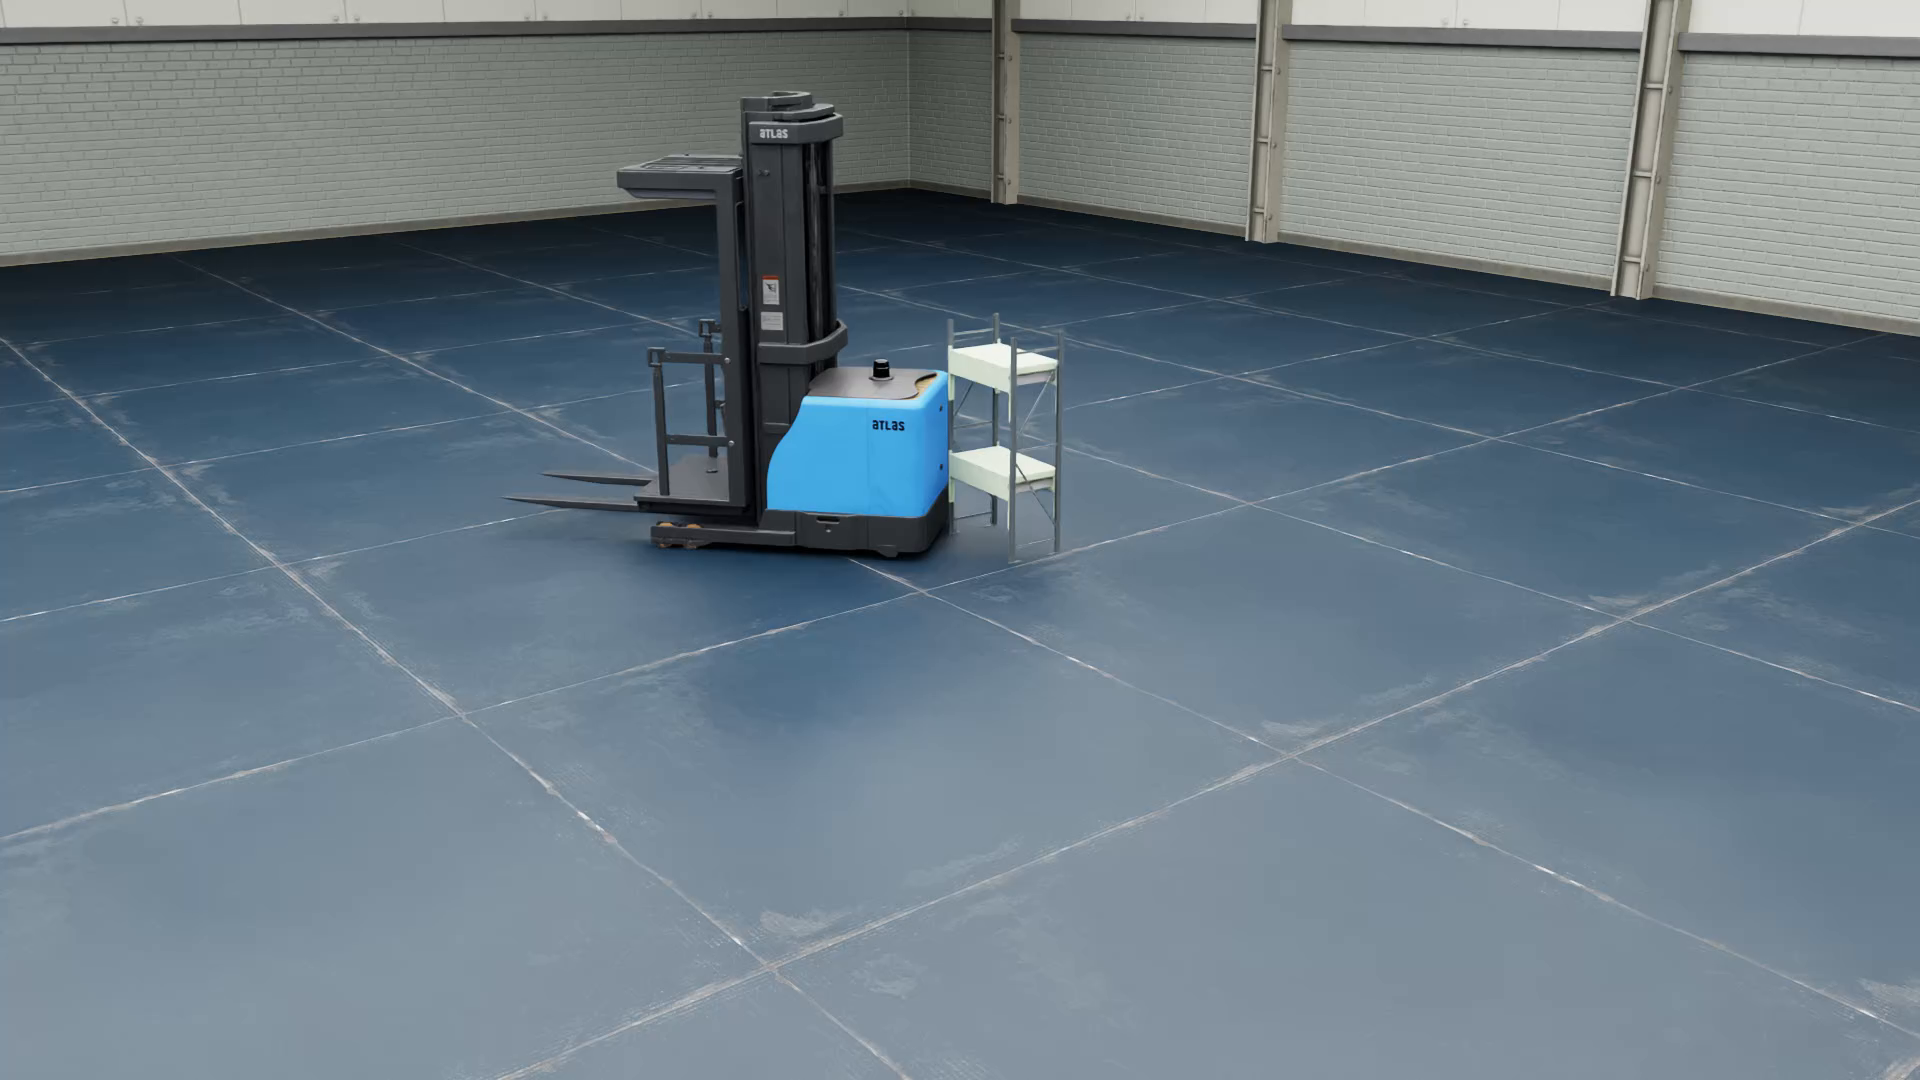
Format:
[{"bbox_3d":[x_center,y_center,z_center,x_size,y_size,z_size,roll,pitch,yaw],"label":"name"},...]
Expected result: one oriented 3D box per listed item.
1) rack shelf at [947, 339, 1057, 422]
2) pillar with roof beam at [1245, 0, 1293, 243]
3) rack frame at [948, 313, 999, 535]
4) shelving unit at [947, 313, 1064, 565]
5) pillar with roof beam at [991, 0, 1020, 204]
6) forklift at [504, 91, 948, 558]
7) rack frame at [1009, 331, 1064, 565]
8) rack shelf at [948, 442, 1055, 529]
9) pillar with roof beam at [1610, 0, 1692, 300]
[{"bbox_3d":[0.291,-1.054,10.919,0.431,0.370,0.720,-12,22,-31],"label":"rack shelf"},{"bbox_3d":[1.137,-7.901,20.907,9.100,9.000,0.400,-14,23,-36],"label":"pillar with roof beam"},{"bbox_3d":[0.091,-0.780,11.332,0.400,1.500,0.023,-12,22,-31],"label":"rack frame"},{"bbox_3d":[0.291,-0.684,11.042,0.431,1.500,0.755,-12,22,-31],"label":"shelving unit"},{"bbox_3d":[-2.589,-9.379,25.371,9.100,9.000,0.400,-14,23,-36],"label":"pillar with roof beam"},{"bbox_3d":[-1.619,-1.487,11.189,3.031,2.935,1.130,3,19,10],"label":"forklift"},{"bbox_3d":[0.492,-0.588,10.751,0.400,1.500,0.023,-12,22,-31],"label":"rack frame"},{"bbox_3d":[0.291,-0.374,11.144,0.431,0.370,0.720,-12,22,-31],"label":"rack shelf"},{"bbox_3d":[4.862,-6.422,16.442,9.100,9.000,0.400,-14,23,-36],"label":"pillar with roof beam"}]
